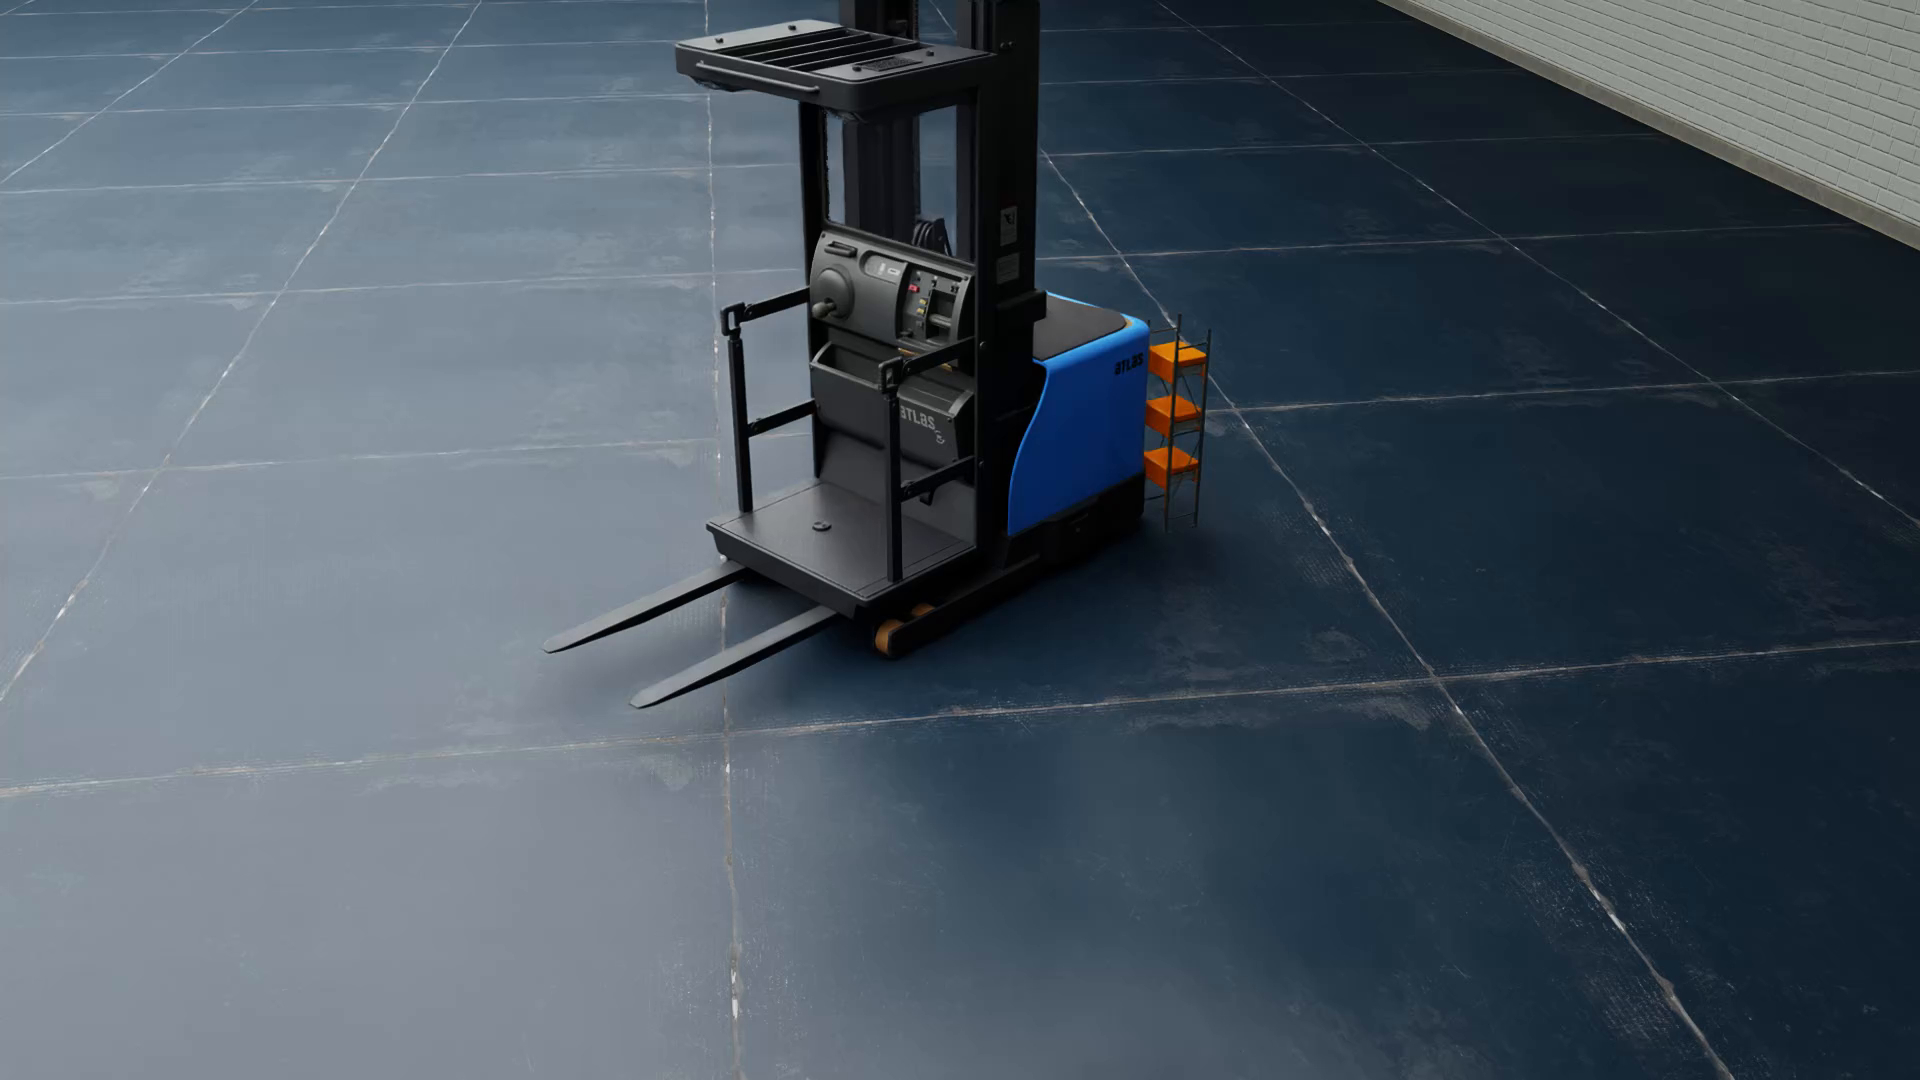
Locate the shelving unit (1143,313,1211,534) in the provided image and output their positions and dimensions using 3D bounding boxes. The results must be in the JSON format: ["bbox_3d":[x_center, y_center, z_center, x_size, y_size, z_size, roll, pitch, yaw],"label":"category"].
[{"bbox_3d":[1.049,-0.569,8.209,0.215,1.050,0.252,-14,30,-25],"label":"shelving unit"}]

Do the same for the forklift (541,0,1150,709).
[{"bbox_3d":[-0.455,-1.056,7.097,1.130,2.935,3.031,23,35,38],"label":"forklift"}]

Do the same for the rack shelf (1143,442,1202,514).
[{"bbox_3d":[1.049,-0.312,8.341,0.215,0.259,0.240,-14,30,-25],"label":"rack shelf"}]

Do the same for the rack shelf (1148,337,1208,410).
[{"bbox_3d":[1.049,-0.812,8.084,0.215,0.259,0.240,-14,30,-25],"label":"rack shelf"}]

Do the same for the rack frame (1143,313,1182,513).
[{"bbox_3d":[0.991,-0.618,8.305,0.200,1.050,0.008,-14,30,-25],"label":"rack frame"}]

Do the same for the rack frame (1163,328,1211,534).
[{"bbox_3d":[1.107,-0.520,8.113,0.200,1.050,0.008,-14,30,-25],"label":"rack frame"}]

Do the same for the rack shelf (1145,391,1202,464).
[{"bbox_3d":[1.049,-0.560,8.214,0.215,0.259,0.240,-14,30,-25],"label":"rack shelf"}]
